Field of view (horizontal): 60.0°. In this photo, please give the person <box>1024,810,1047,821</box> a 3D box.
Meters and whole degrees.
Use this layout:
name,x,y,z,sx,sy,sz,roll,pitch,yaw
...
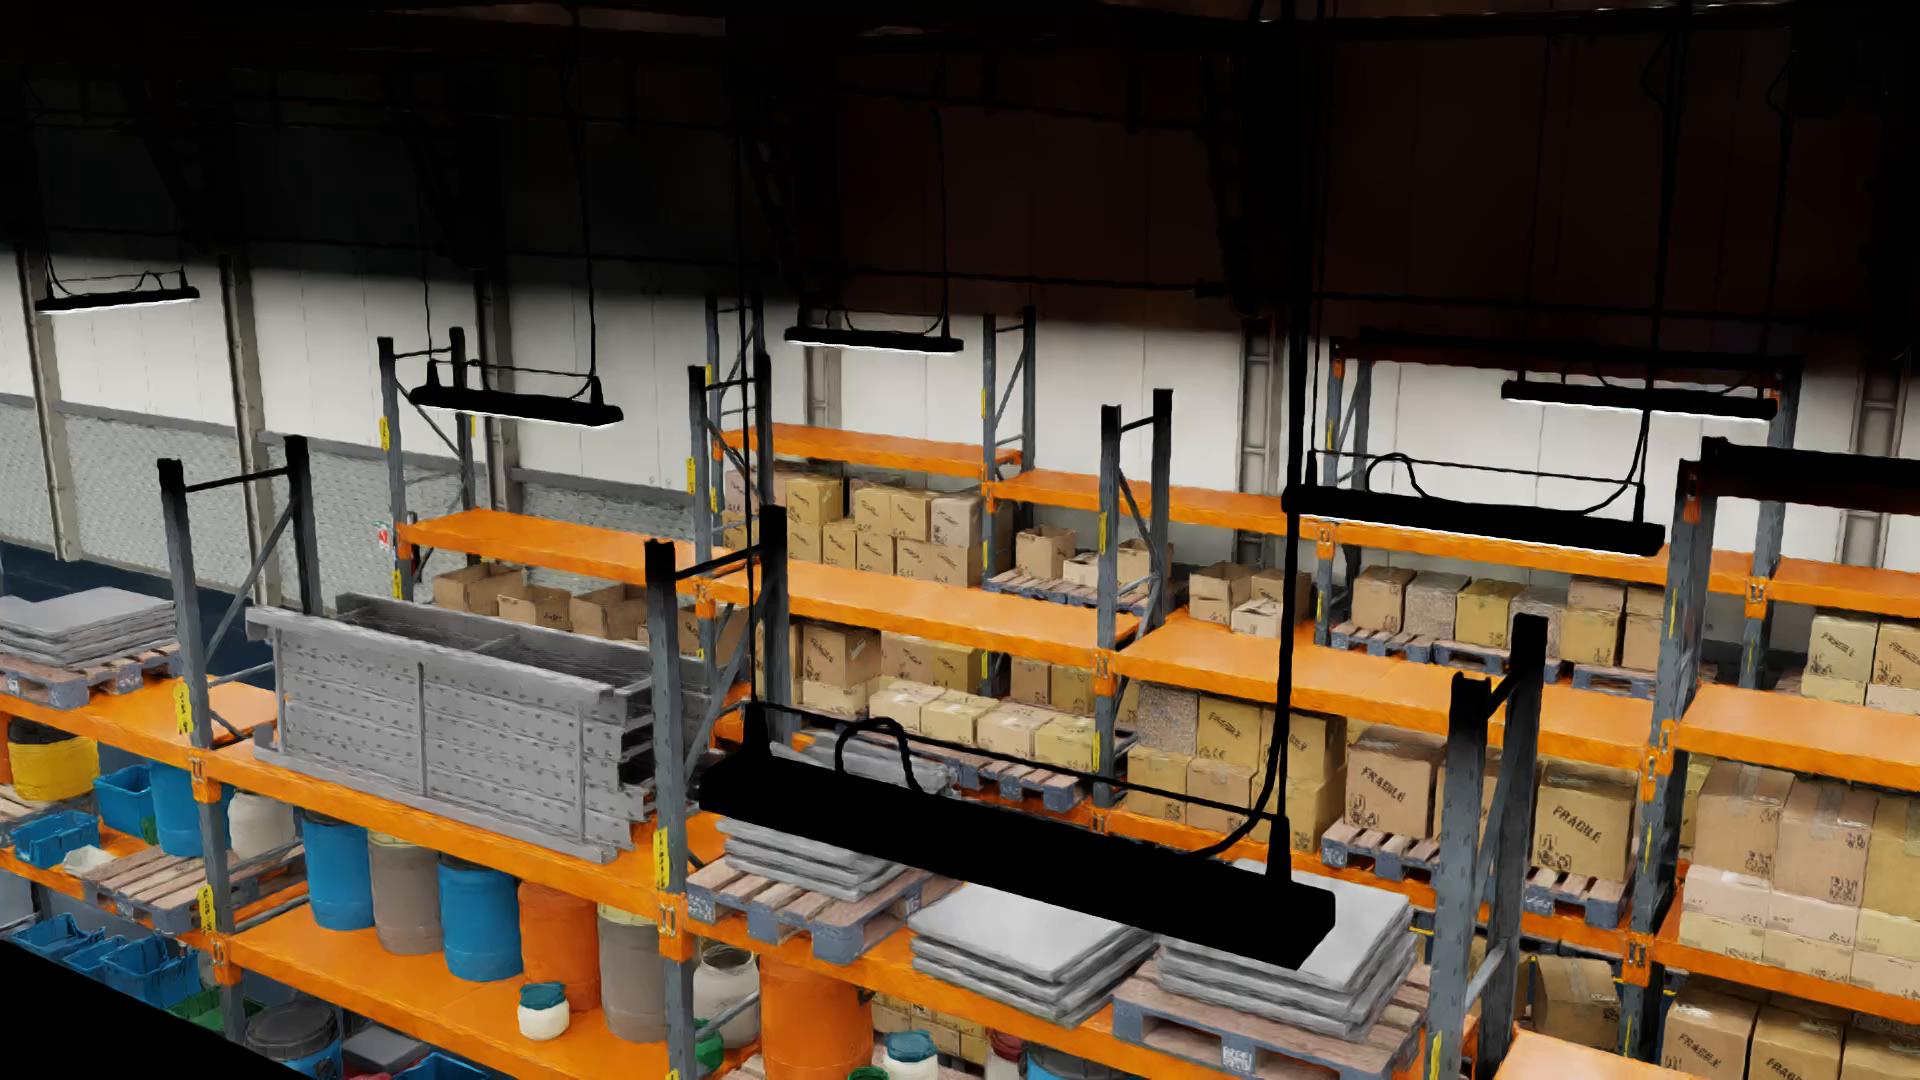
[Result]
name,x,y,z,sx,sy,sz,roll,pitch,yaw
person,0.783,3.355,16.334,1.088,1.574,0.447,9,17,33

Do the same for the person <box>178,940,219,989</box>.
name,x,y,z,sx,sy,sz,roll,pitch,yaw
person,-6.805,3.697,15.029,0.918,1.542,0.431,8,16,30
